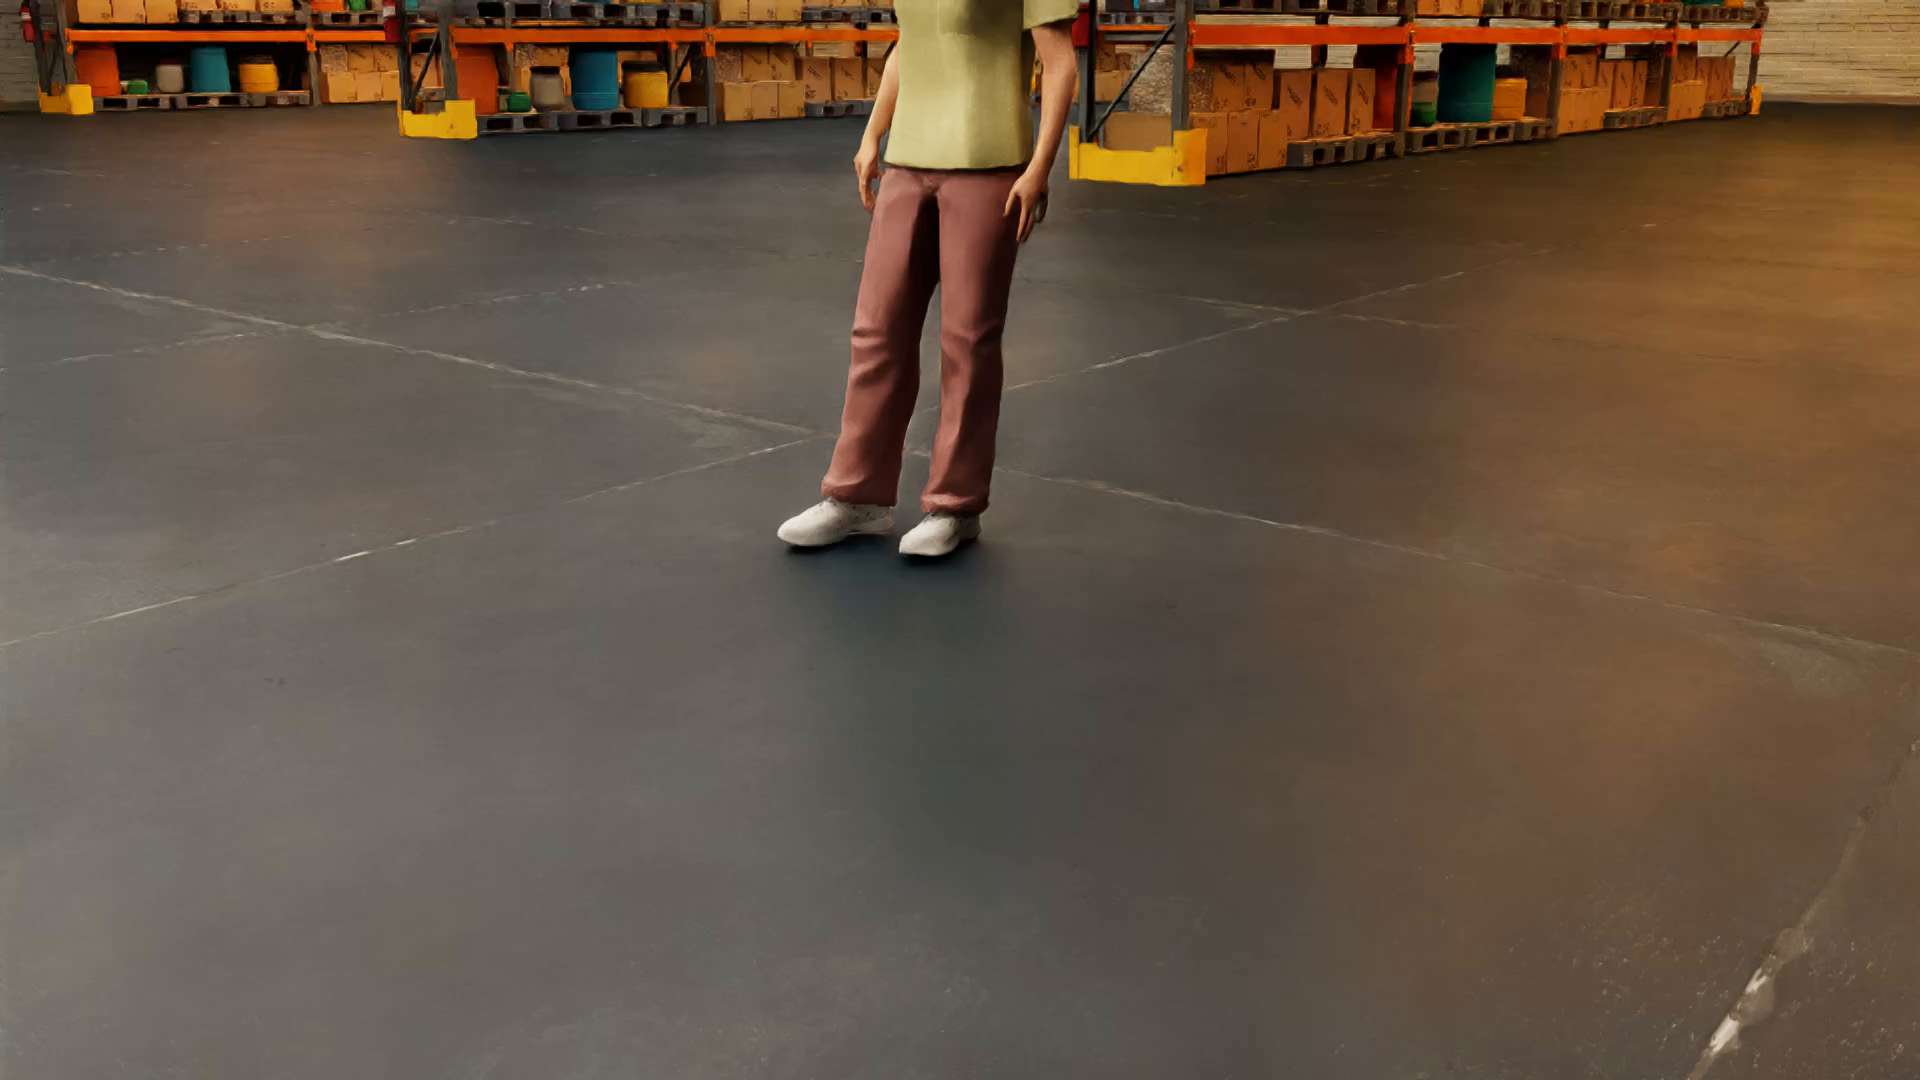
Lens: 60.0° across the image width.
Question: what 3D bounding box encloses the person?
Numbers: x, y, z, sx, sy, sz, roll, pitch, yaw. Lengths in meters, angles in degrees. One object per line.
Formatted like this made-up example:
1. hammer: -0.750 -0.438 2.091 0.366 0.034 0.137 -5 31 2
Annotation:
1. person: -0.063 -0.791 3.641 0.554 1.674 0.526 13 21 37
